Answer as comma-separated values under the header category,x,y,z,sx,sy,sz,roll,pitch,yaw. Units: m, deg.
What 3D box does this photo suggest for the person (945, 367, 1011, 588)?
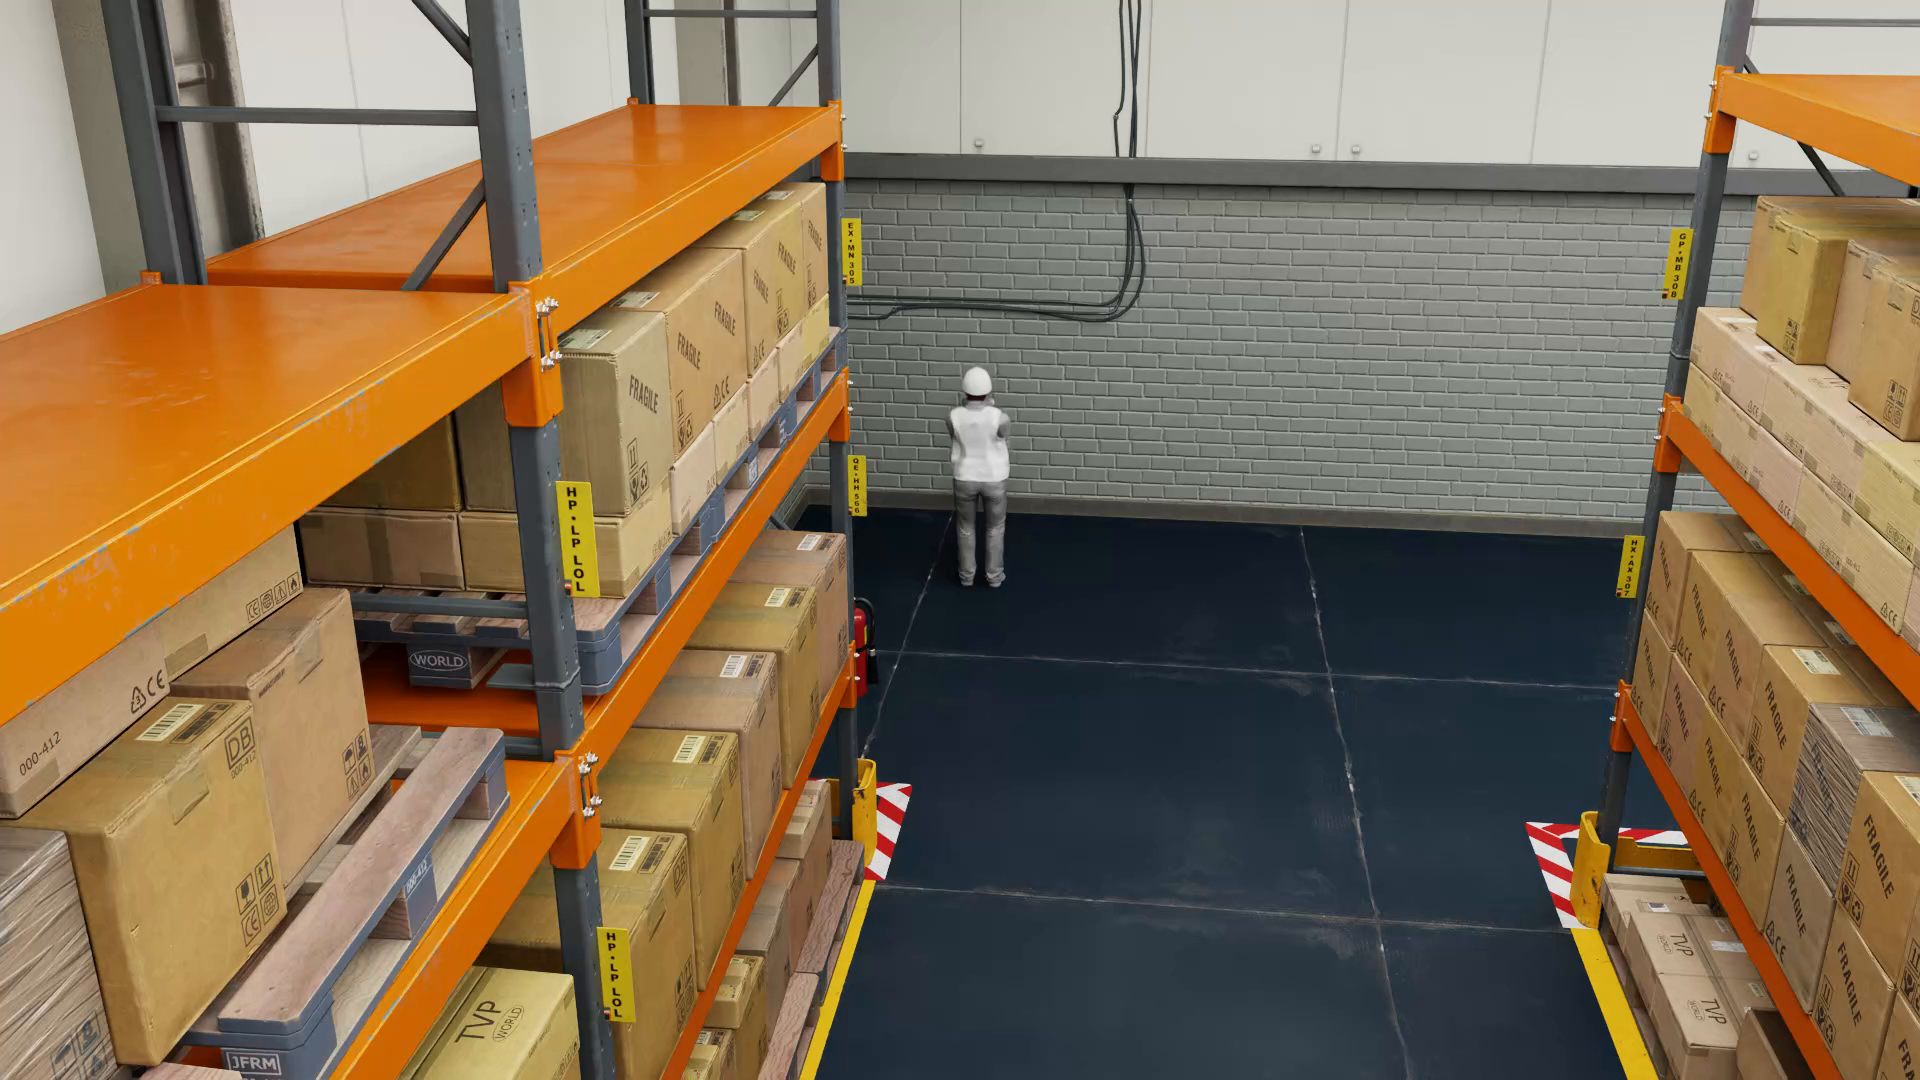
category,x,y,z,sx,sy,sz,roll,pitch,yaw
person,0.149,-0.506,12.801,0.495,1.767,0.553,3,21,7
